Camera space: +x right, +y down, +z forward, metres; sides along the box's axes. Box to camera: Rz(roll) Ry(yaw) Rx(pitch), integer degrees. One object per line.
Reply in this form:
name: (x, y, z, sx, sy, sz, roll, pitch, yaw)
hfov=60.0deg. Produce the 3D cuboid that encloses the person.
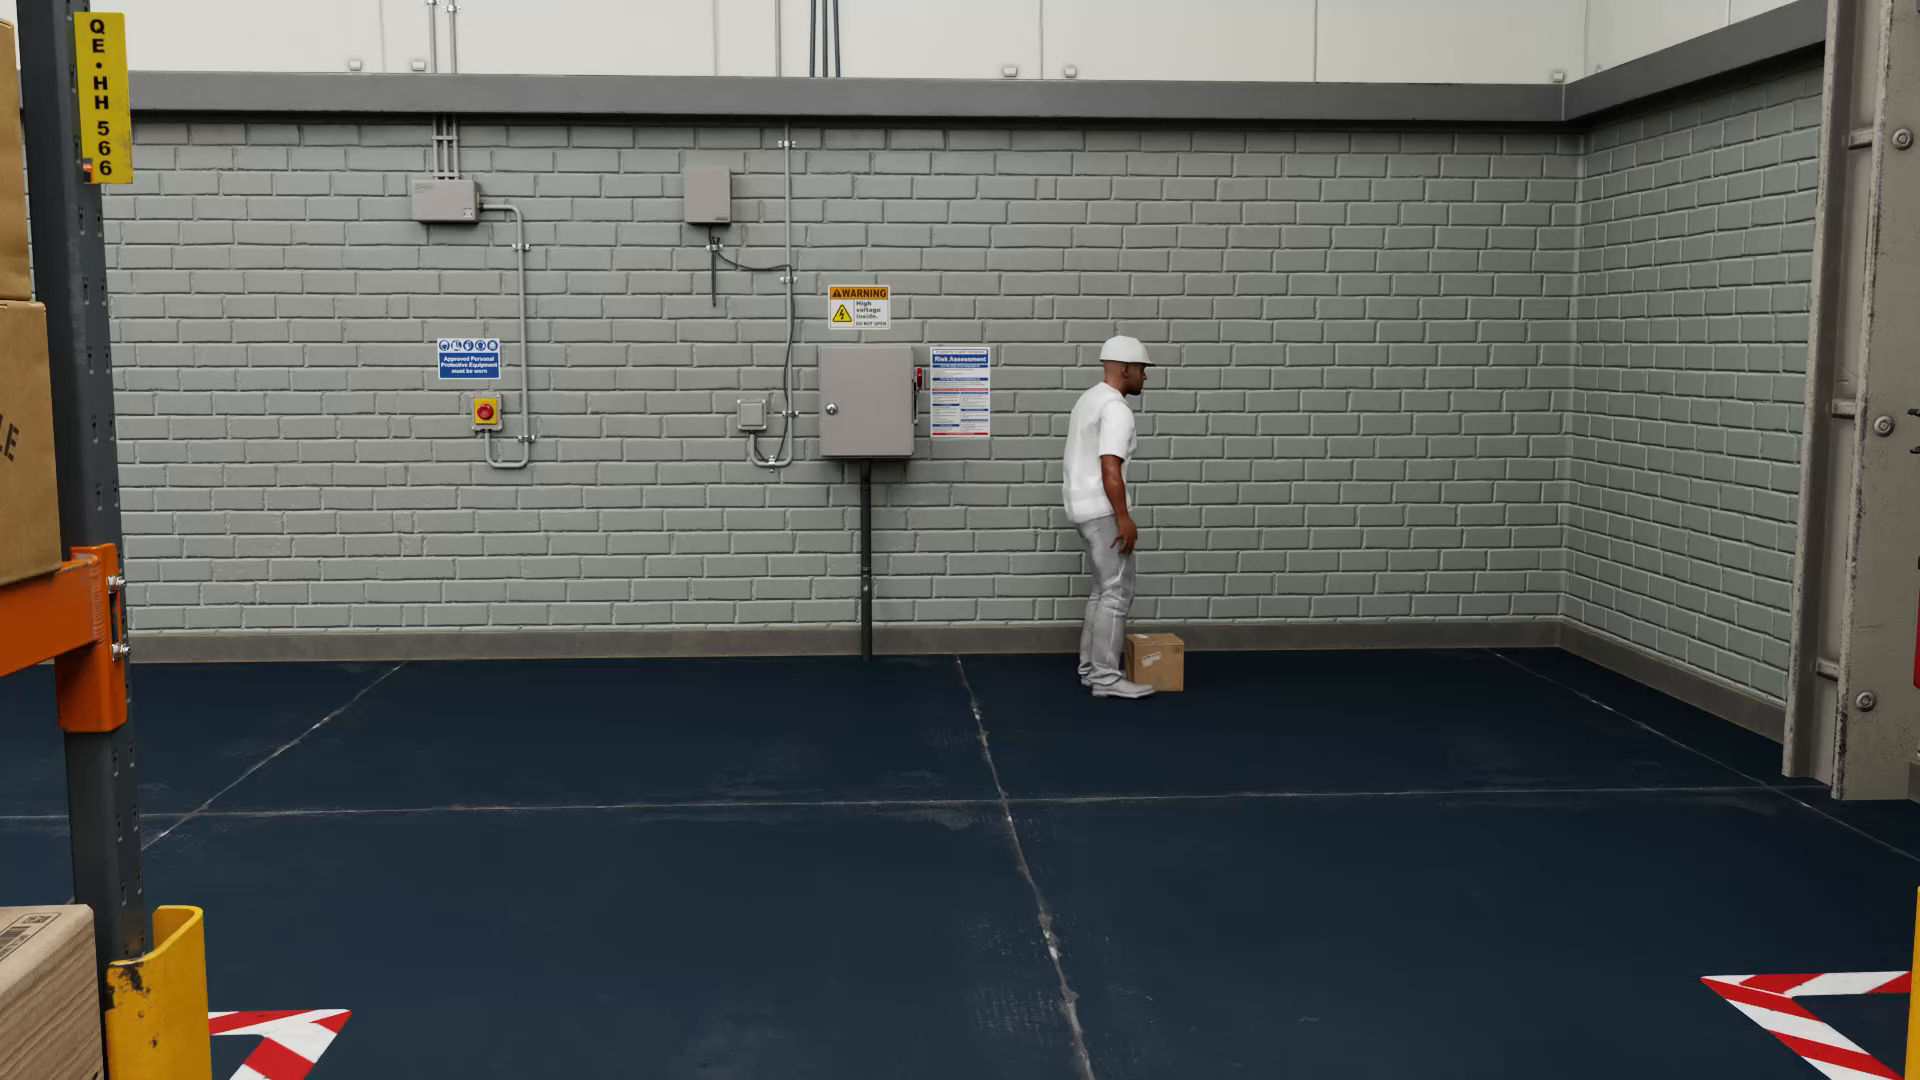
person: (0.746, -0.127, 8.238, 0.461, 1.759, 0.629, -1, 7, -7)
